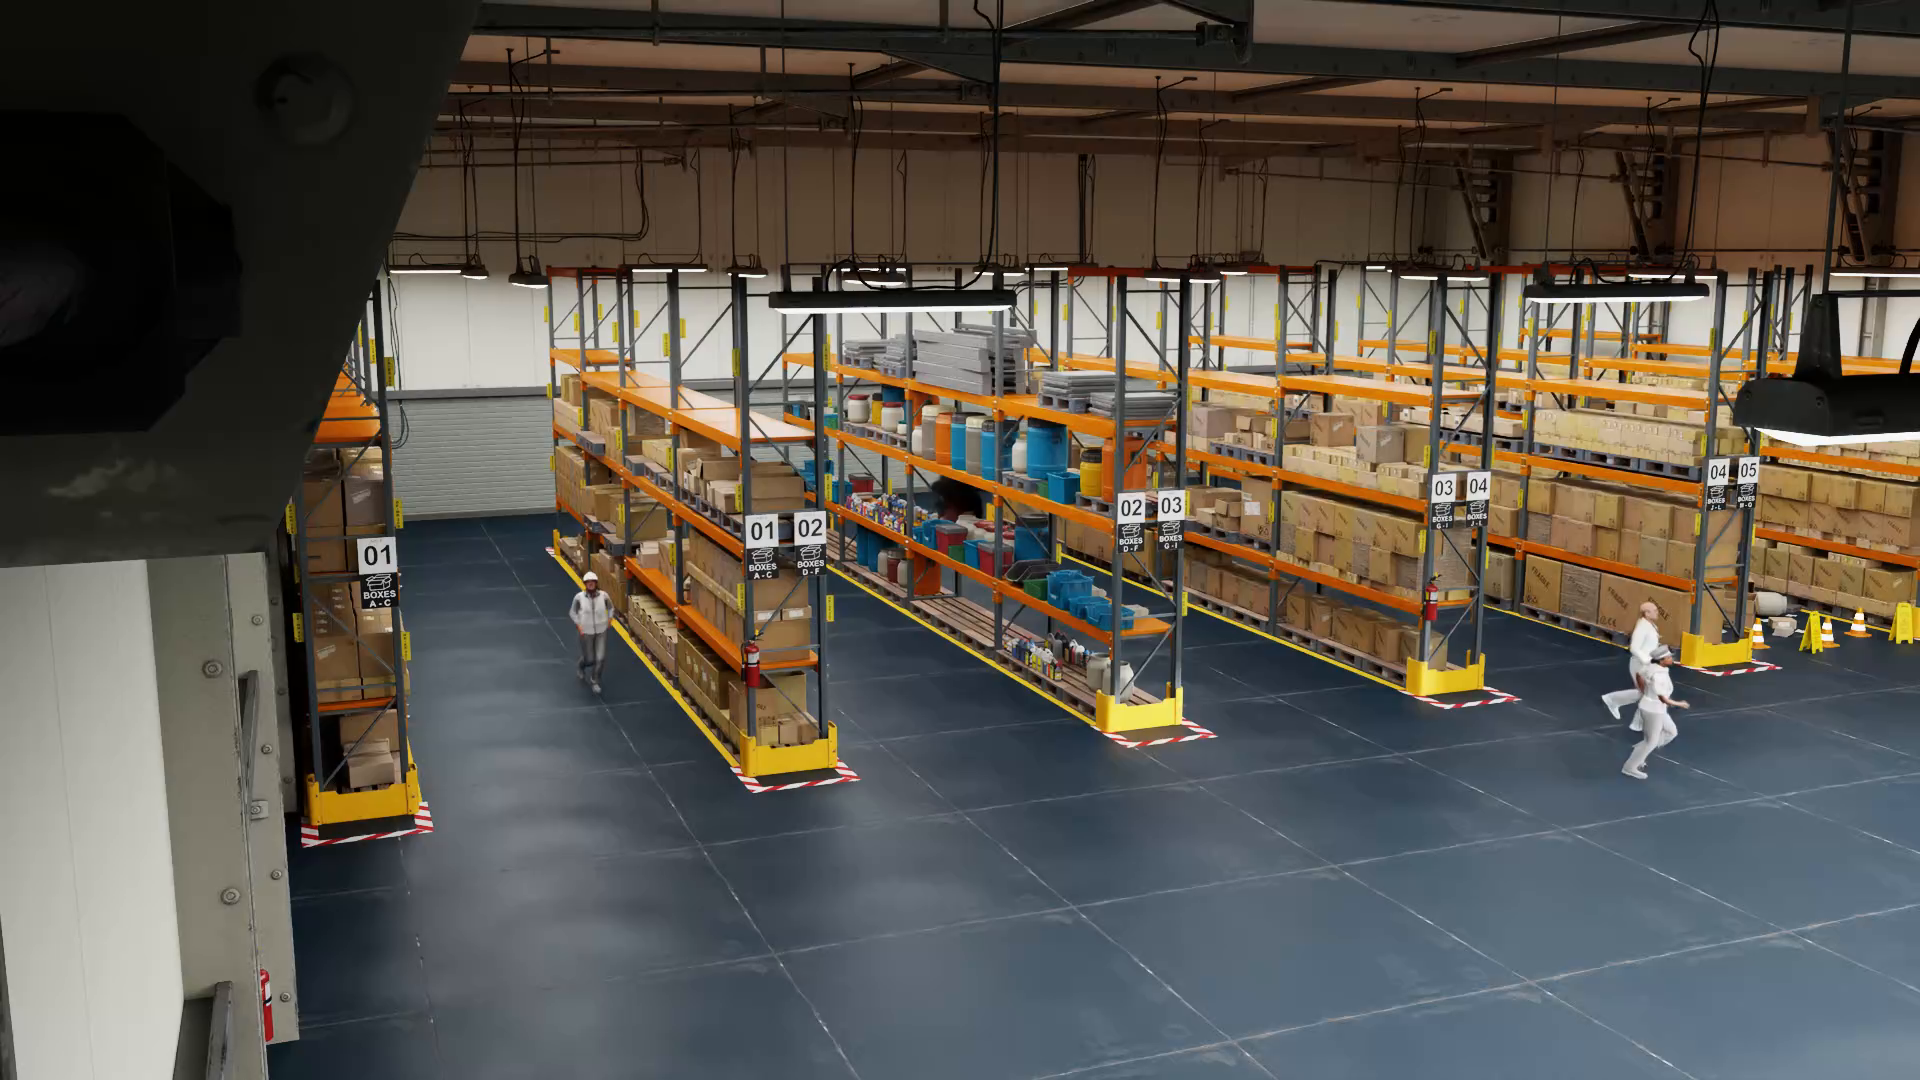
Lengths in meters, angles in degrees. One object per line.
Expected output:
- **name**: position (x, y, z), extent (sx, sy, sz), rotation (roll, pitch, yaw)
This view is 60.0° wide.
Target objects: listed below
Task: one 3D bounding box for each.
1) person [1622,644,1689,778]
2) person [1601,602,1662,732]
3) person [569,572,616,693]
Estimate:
- **person**: position (8.425, 2.058, 20.107), extent (0.707, 1.657, 0.599), rotation (3, 10, 17)
- **person**: position (8.930, 1.681, 22.038), extent (0.753, 1.777, 0.720), rotation (5, 11, 25)
- **person**: position (-5.323, 1.315, 24.157), extent (0.661, 1.751, 0.642), rotation (-4, 11, -21)
